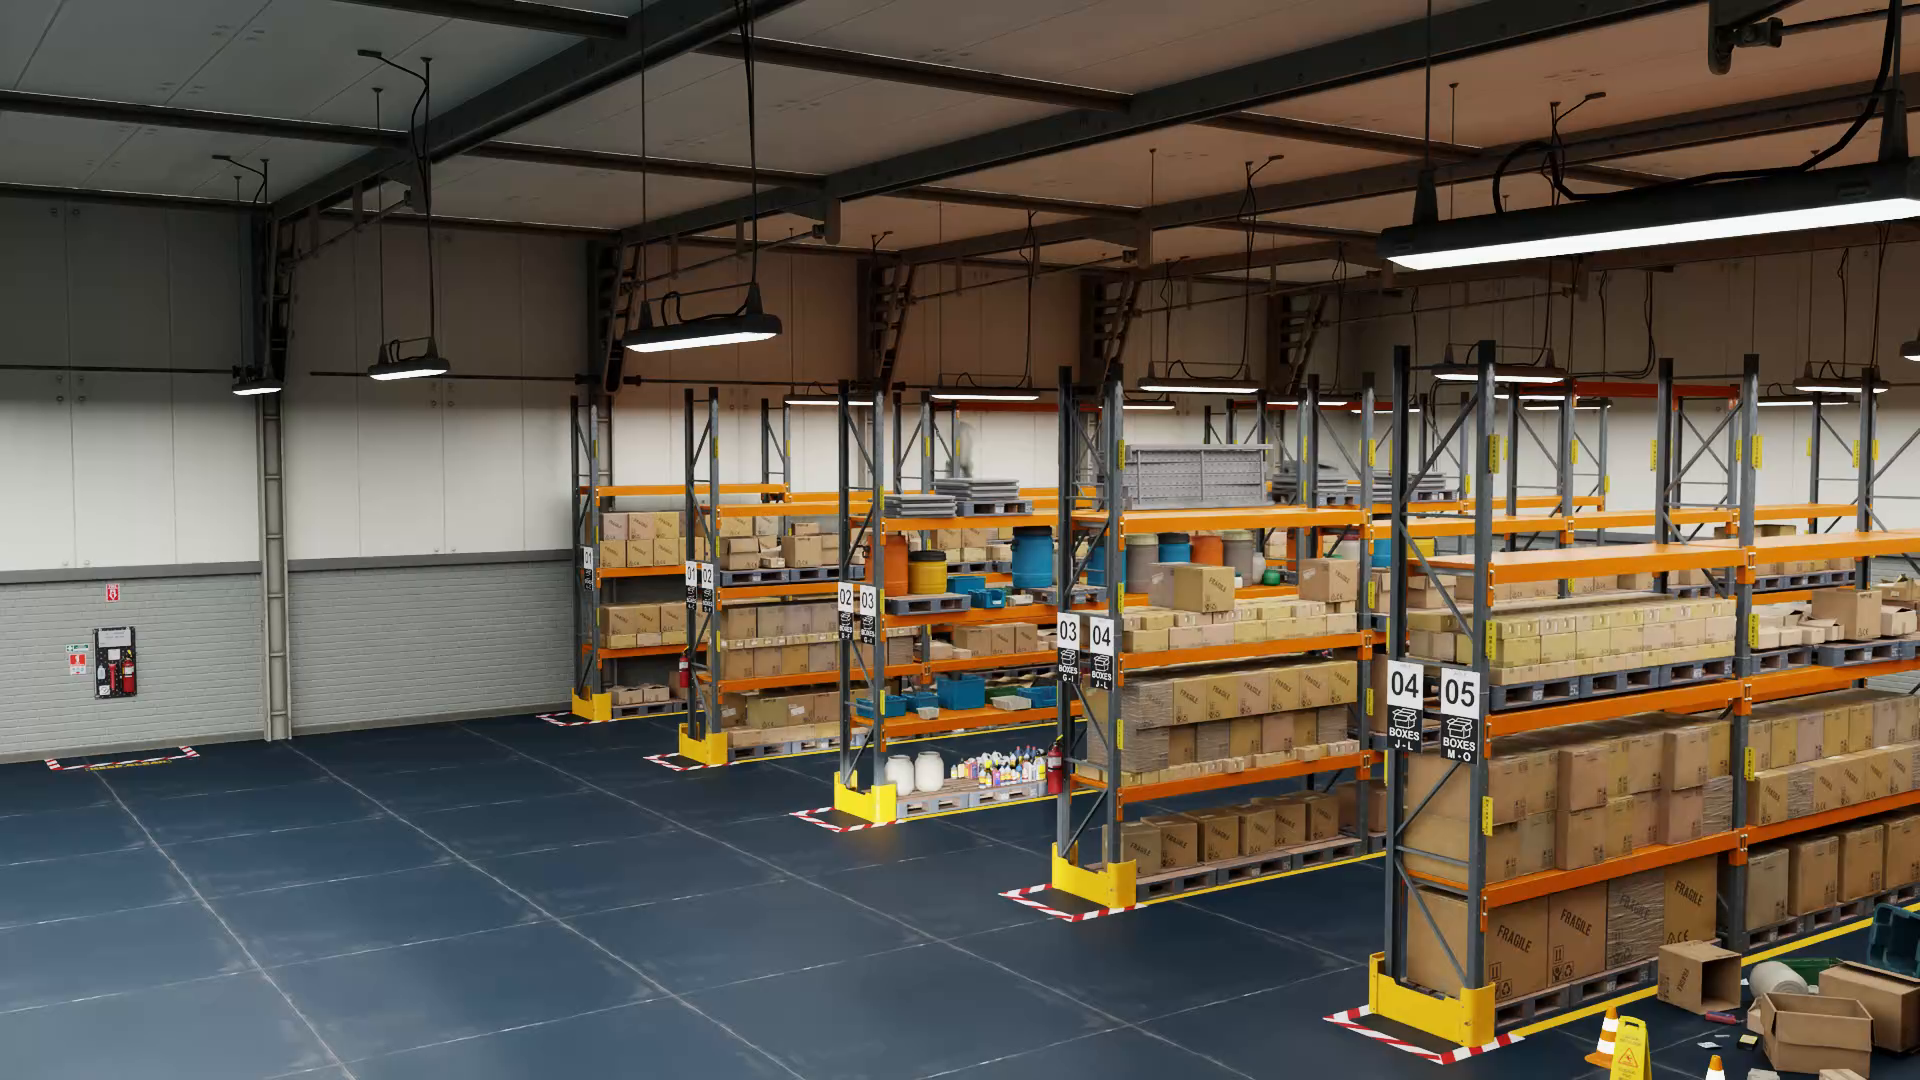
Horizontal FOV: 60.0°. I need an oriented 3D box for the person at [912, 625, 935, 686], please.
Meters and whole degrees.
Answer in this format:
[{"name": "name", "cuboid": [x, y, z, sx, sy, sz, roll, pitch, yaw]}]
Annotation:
[{"name": "person", "cuboid": [-0.639, 2.454, 31.952, 0.760, 1.643, 0.599, -2, 4, -32]}]
